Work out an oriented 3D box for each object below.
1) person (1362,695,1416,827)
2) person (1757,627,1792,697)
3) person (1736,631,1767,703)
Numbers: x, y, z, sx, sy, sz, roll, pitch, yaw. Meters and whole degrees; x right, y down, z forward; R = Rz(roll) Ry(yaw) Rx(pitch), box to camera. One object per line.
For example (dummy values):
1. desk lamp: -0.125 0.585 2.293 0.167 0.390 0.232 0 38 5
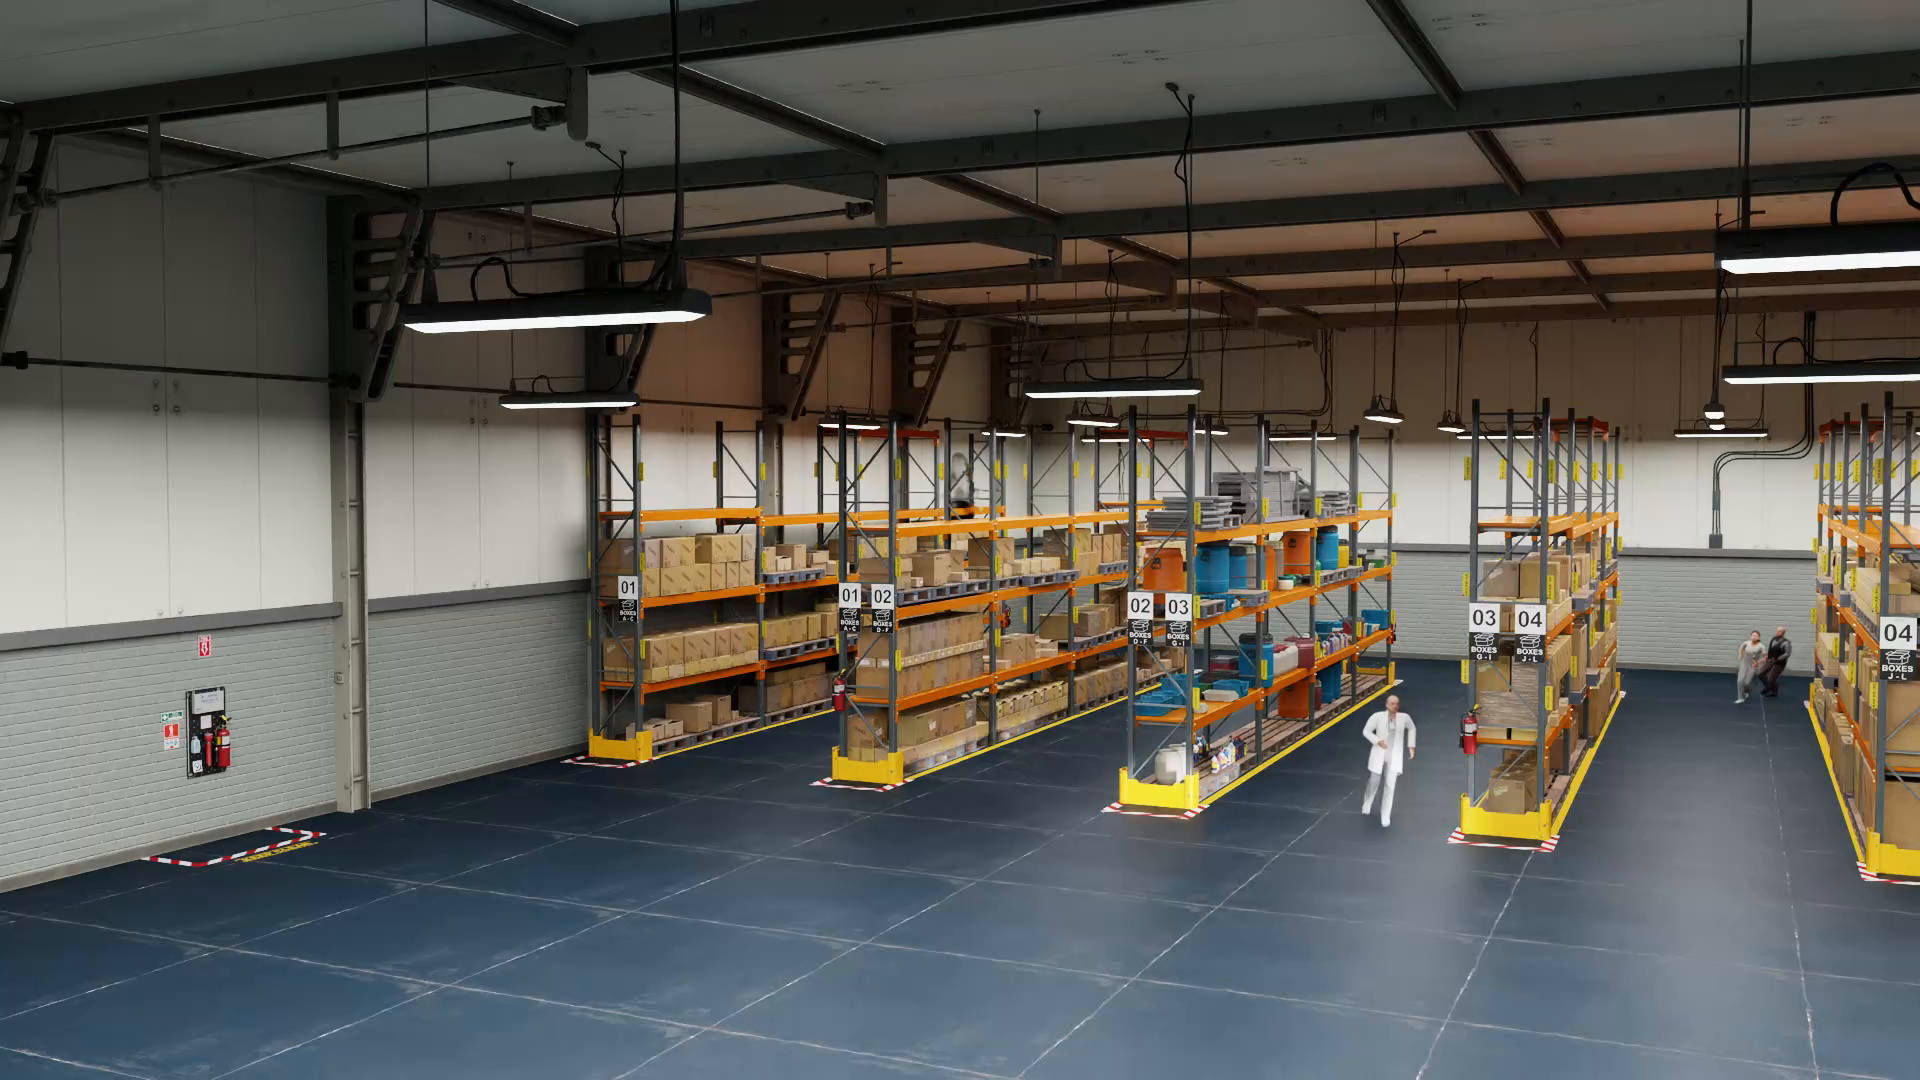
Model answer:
1. person: 6.162 3.131 23.858 0.760 1.819 0.938 0 2 9
2. person: 17.928 2.686 36.620 0.575 1.600 0.821 0 2 -12
3. person: 17.113 2.743 35.931 0.600 1.598 0.580 -2 3 -40
